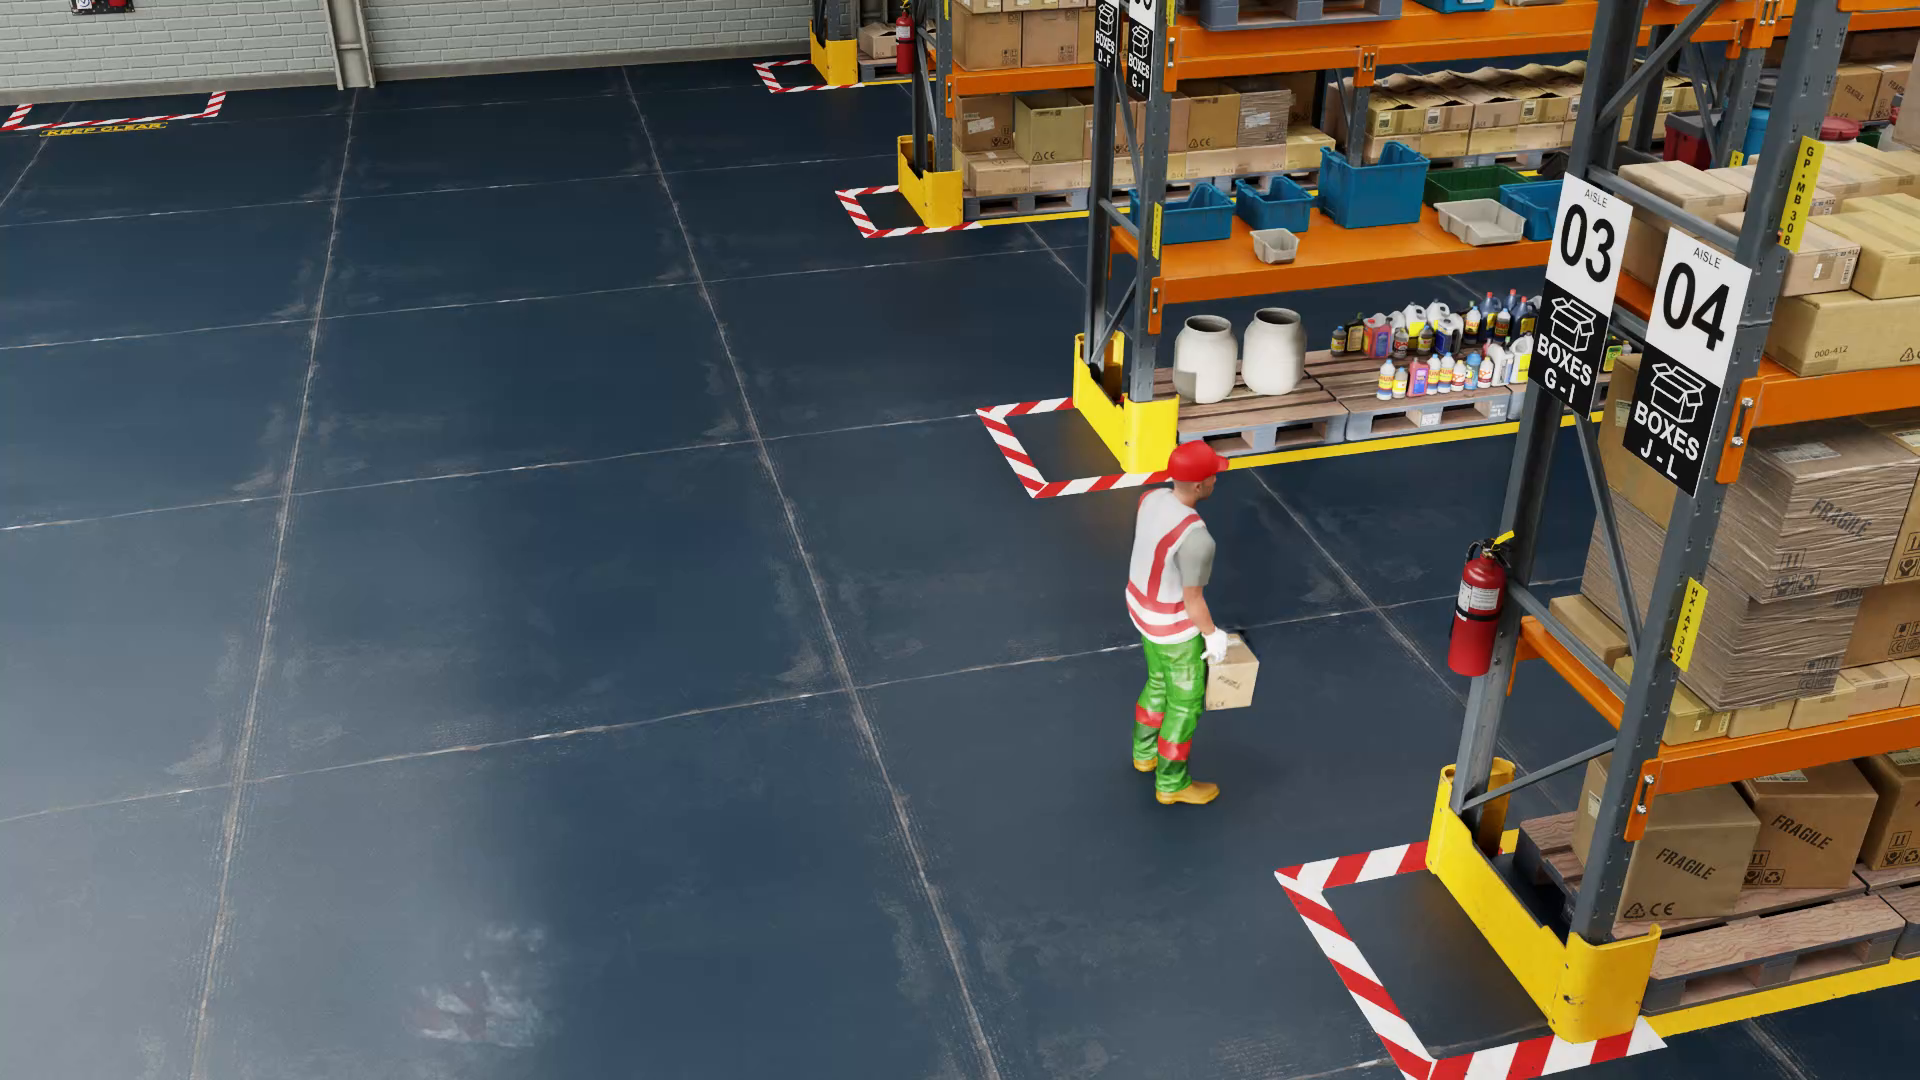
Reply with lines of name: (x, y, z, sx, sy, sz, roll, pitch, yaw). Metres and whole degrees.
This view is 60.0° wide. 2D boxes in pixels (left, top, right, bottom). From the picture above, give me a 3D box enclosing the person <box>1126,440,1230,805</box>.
person: (0.978, 0.366, 7.587, 0.411, 1.786, 0.550, -9, 31, -15)
